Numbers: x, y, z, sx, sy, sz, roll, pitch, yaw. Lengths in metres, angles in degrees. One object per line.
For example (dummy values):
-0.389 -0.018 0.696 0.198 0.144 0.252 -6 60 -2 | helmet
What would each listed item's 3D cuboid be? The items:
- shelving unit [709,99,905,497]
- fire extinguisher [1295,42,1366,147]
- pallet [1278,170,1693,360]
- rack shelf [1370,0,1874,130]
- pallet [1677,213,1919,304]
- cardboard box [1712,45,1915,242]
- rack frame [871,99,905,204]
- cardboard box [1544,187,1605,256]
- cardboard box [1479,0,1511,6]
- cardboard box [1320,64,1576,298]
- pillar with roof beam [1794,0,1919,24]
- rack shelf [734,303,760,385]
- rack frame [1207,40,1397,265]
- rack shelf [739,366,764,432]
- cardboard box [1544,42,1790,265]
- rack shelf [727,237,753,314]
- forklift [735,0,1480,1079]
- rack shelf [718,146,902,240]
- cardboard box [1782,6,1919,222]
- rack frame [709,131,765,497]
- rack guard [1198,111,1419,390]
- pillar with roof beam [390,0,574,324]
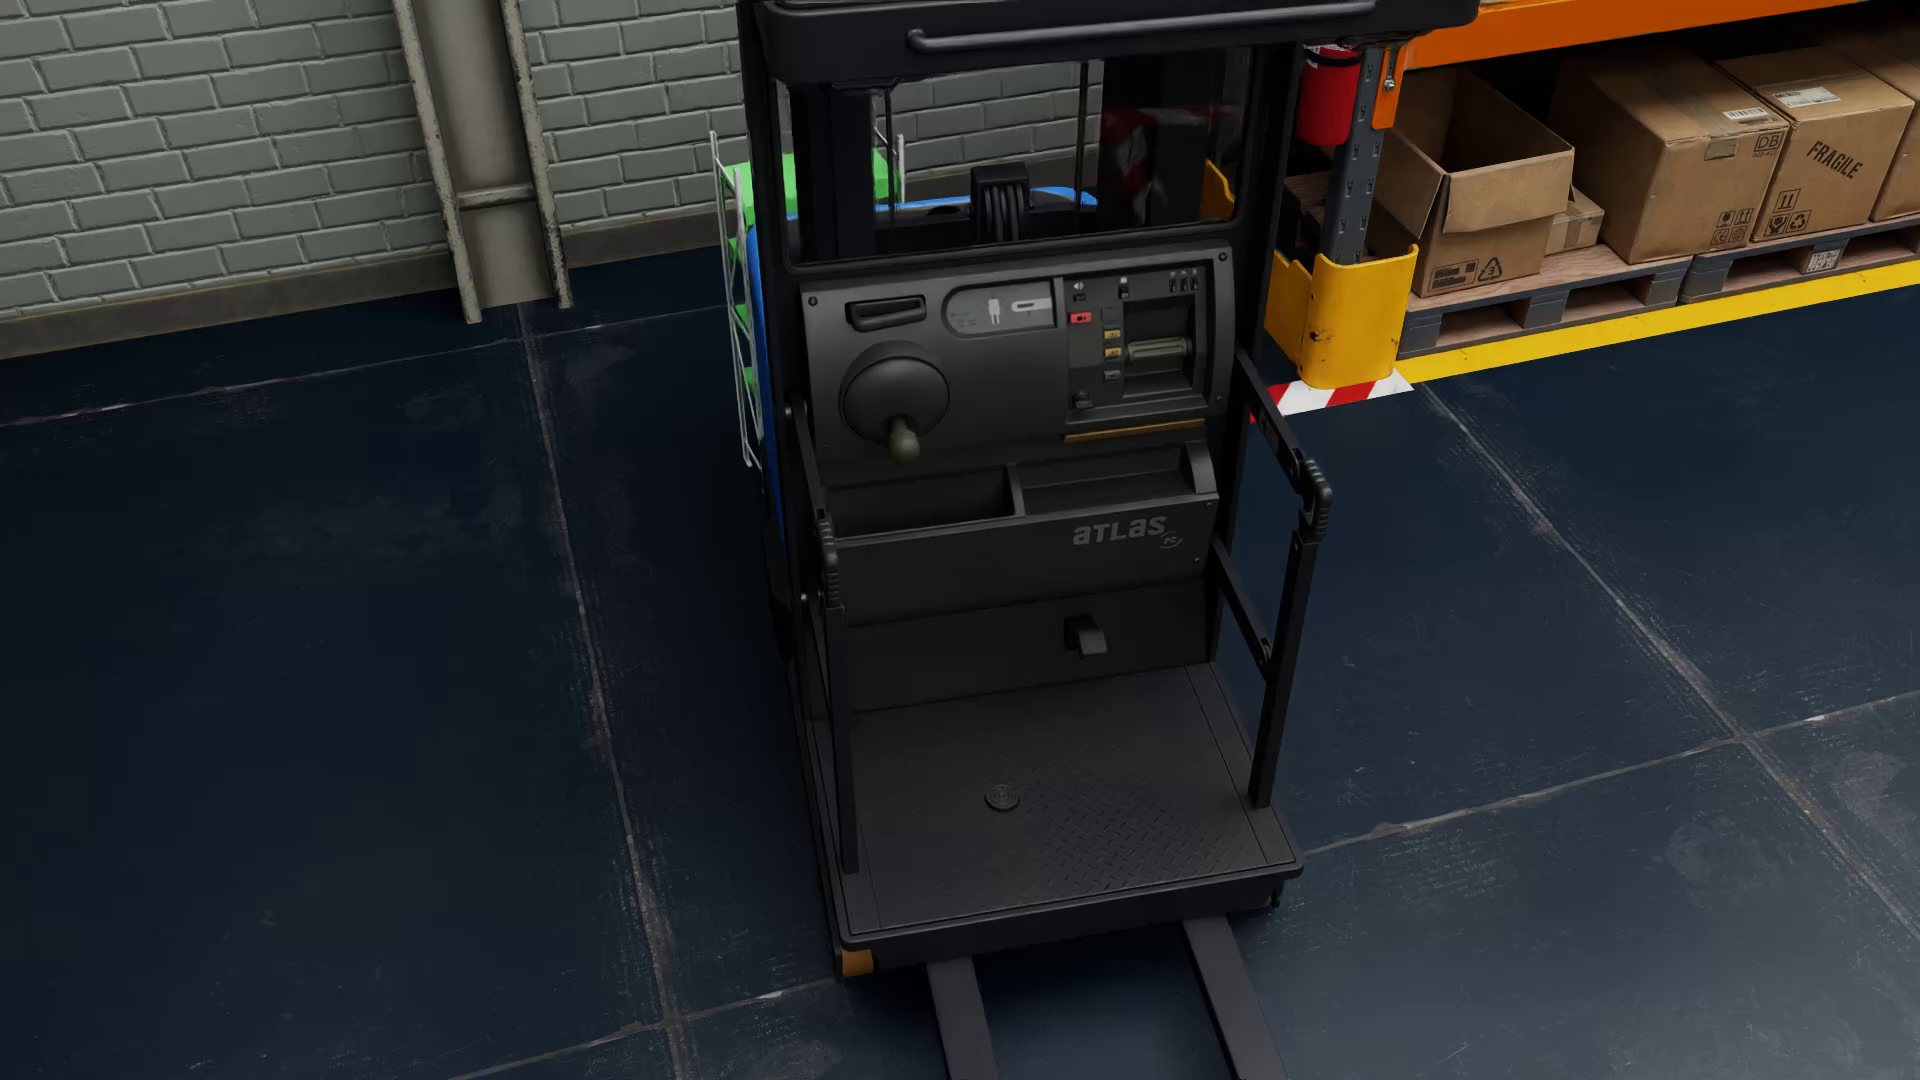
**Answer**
-0.443 -0.715 5.153 0.503 1.200 0.258 -16 44 -18 | shelving unit
1.153 -1.544 5.080 0.183 0.674 0.296 -12 42 -13 | fire extinguisher
1.987 -1.156 6.413 1.213 0.211 1.003 -12 42 -13 | pallet
3.062 -2.157 5.986 4.000 0.370 1.077 -12 42 -13 | rack shelf
3.149 -1.394 6.686 1.213 0.211 1.003 -12 42 -13 | pallet
3.128 -1.497 6.264 0.500 0.500 0.500 -11 42 -12 | cardboard box
-0.219 -0.779 5.227 0.015 1.200 0.240 -16 44 -18 | rack frame
2.183 -1.238 6.235 0.250 0.149 0.380 -13 43 -15 | cardboard box
1.550 -1.831 5.257 0.250 0.149 0.380 -12 43 -13 | cardboard box
1.766 -1.312 6.050 0.637 0.503 0.797 -13 43 -15 | cardboard box
5.328 -2.809 1.625 0.400 9.000 9.100 -12 42 -13 | pillar with roof beam
-0.443 -0.667 5.196 0.480 0.148 0.258 -16 44 -18 | rack shelf
1.155 -2.033 5.297 0.127 3.000 1.000 -12 42 -13 | rack frame
-0.444 -0.488 5.356 0.480 0.148 0.258 -16 44 -18 | rack shelf
2.593 -1.455 6.217 0.500 0.500 0.700 -10 42 -11 | cardboard box
-0.442 -0.846 5.036 0.480 0.148 0.258 -16 44 -18 | rack shelf
0.178 -0.317 3.385 1.130 2.935 3.031 -7 42 -8 | forklift
-0.441 -1.025 4.876 0.480 0.148 0.258 -16 44 -18 | rack shelf
3.584 -1.661 6.452 0.500 0.500 0.700 -13 43 -15 | cardboard box
-0.666 -0.650 5.079 0.015 1.200 0.240 -16 44 -18 | rack frame
1.227 -1.106 6.136 0.348 0.500 1.175 -12 42 -13 | rack guard
-0.395 -1.623 0.268 0.400 9.000 9.100 -12 42 -13 | pillar with roof beam
